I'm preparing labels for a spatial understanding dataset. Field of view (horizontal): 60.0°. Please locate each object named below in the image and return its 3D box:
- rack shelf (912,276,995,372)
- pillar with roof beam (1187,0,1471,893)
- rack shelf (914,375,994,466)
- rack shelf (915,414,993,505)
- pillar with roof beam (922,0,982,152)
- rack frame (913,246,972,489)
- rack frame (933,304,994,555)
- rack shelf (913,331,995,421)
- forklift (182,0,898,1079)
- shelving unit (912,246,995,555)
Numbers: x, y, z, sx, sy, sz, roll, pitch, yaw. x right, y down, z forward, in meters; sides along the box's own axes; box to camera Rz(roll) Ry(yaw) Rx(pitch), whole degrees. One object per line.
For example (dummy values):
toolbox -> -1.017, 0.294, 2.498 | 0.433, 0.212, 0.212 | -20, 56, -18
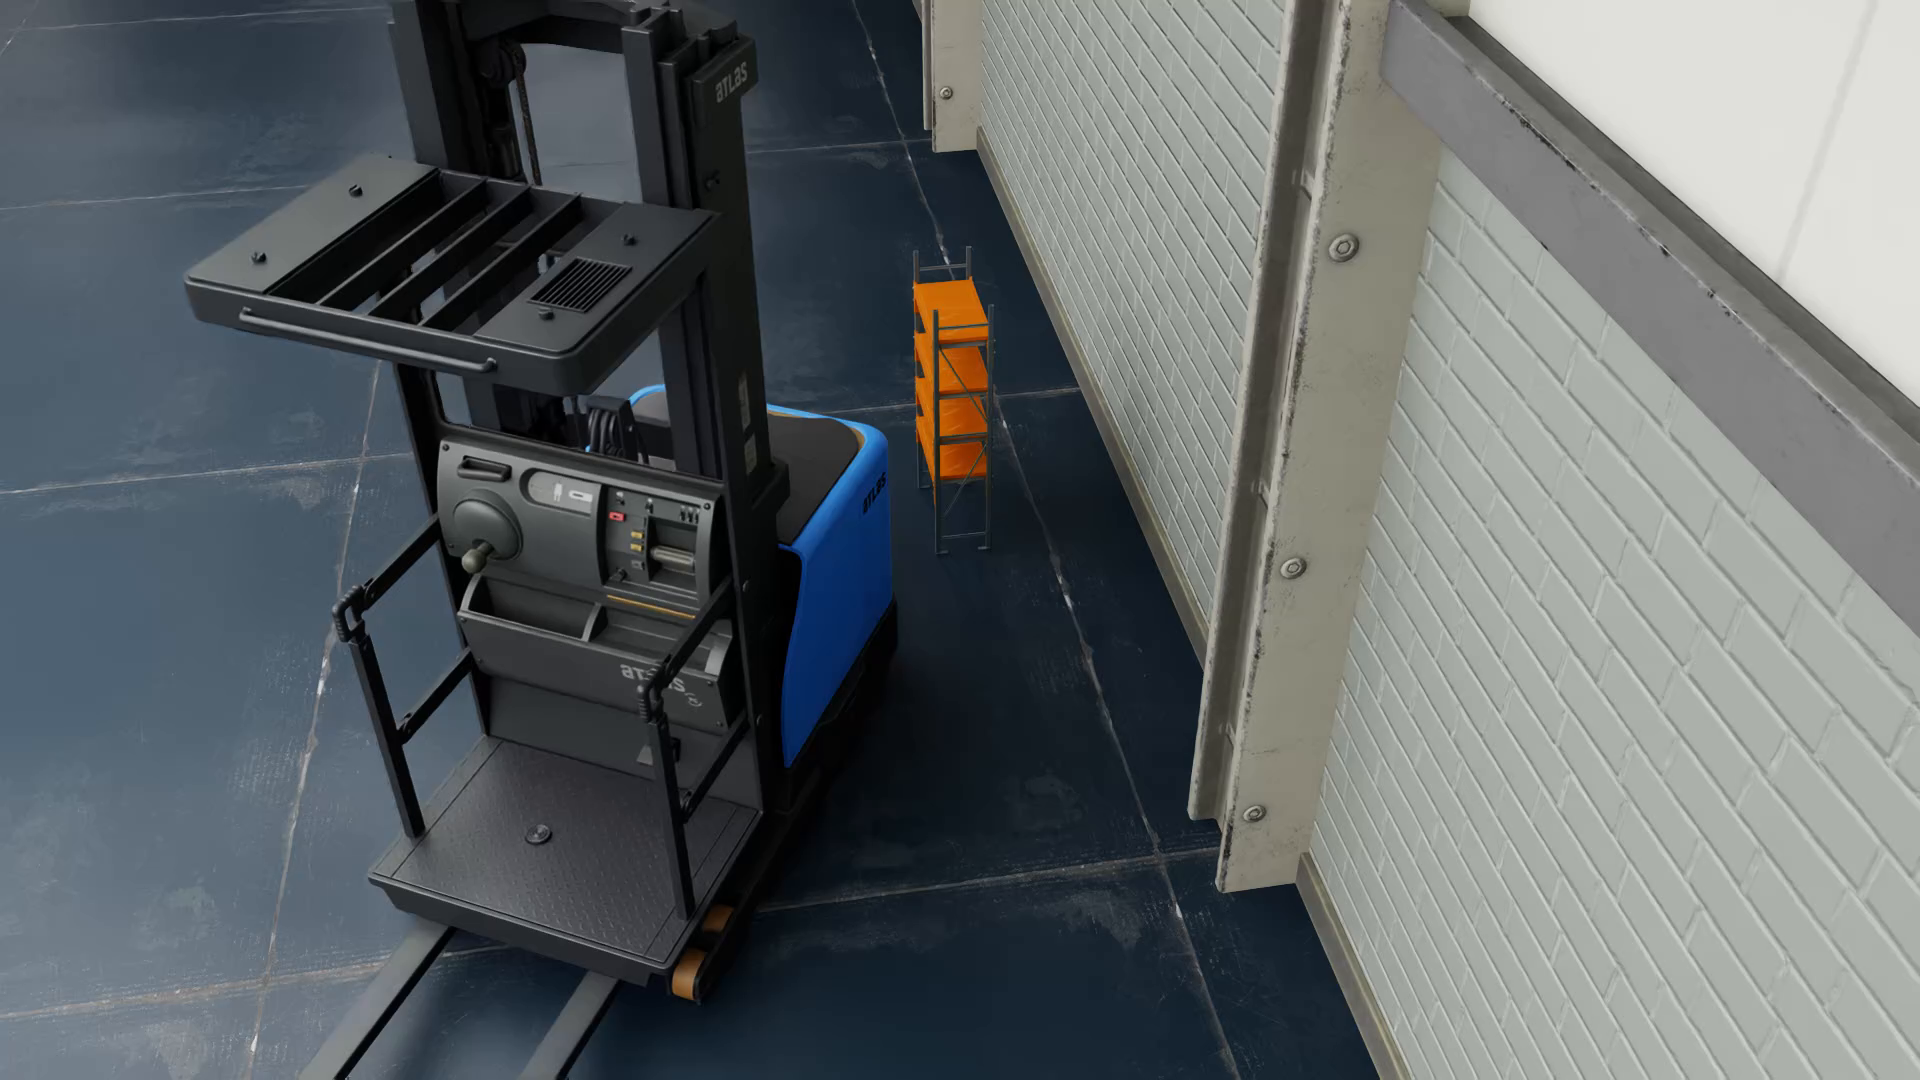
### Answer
rack shelf -> -0.029, -0.884, 6.770 | 0.258, 0.148, 0.480 | -6, 38, -8
pillar with roof beam -> -3.233, -2.018, 2.512 | 9.100, 9.000, 0.400 | -6, 38, -8
rack shelf -> -0.029, -0.521, 7.052 | 0.258, 0.148, 0.480 | -6, 38, -8
rack shelf -> -0.029, -0.364, 7.174 | 0.258, 0.148, 0.480 | -6, 38, -8
pillar with roof beam -> -4.285, -5.642, 7.177 | 9.100, 9.000, 0.400 | -6, 38, -8
rack frame -> -0.072, -0.721, 7.200 | 0.240, 1.200, 0.015 | -6, 38, -8
rack frame -> 0.014, -0.426, 6.821 | 0.240, 1.200, 0.015 | -6, 38, -8
rack shelf -> -0.029, -0.697, 6.915 | 0.258, 0.148, 0.480 | -6, 38, -8
forklift -> -1.225, 0.031, 4.821 | 1.130, 2.935, 3.031 | 13, 40, 16
shelving unit -> -0.029, -0.574, 7.011 | 0.258, 1.200, 0.503 | -6, 38, -8
